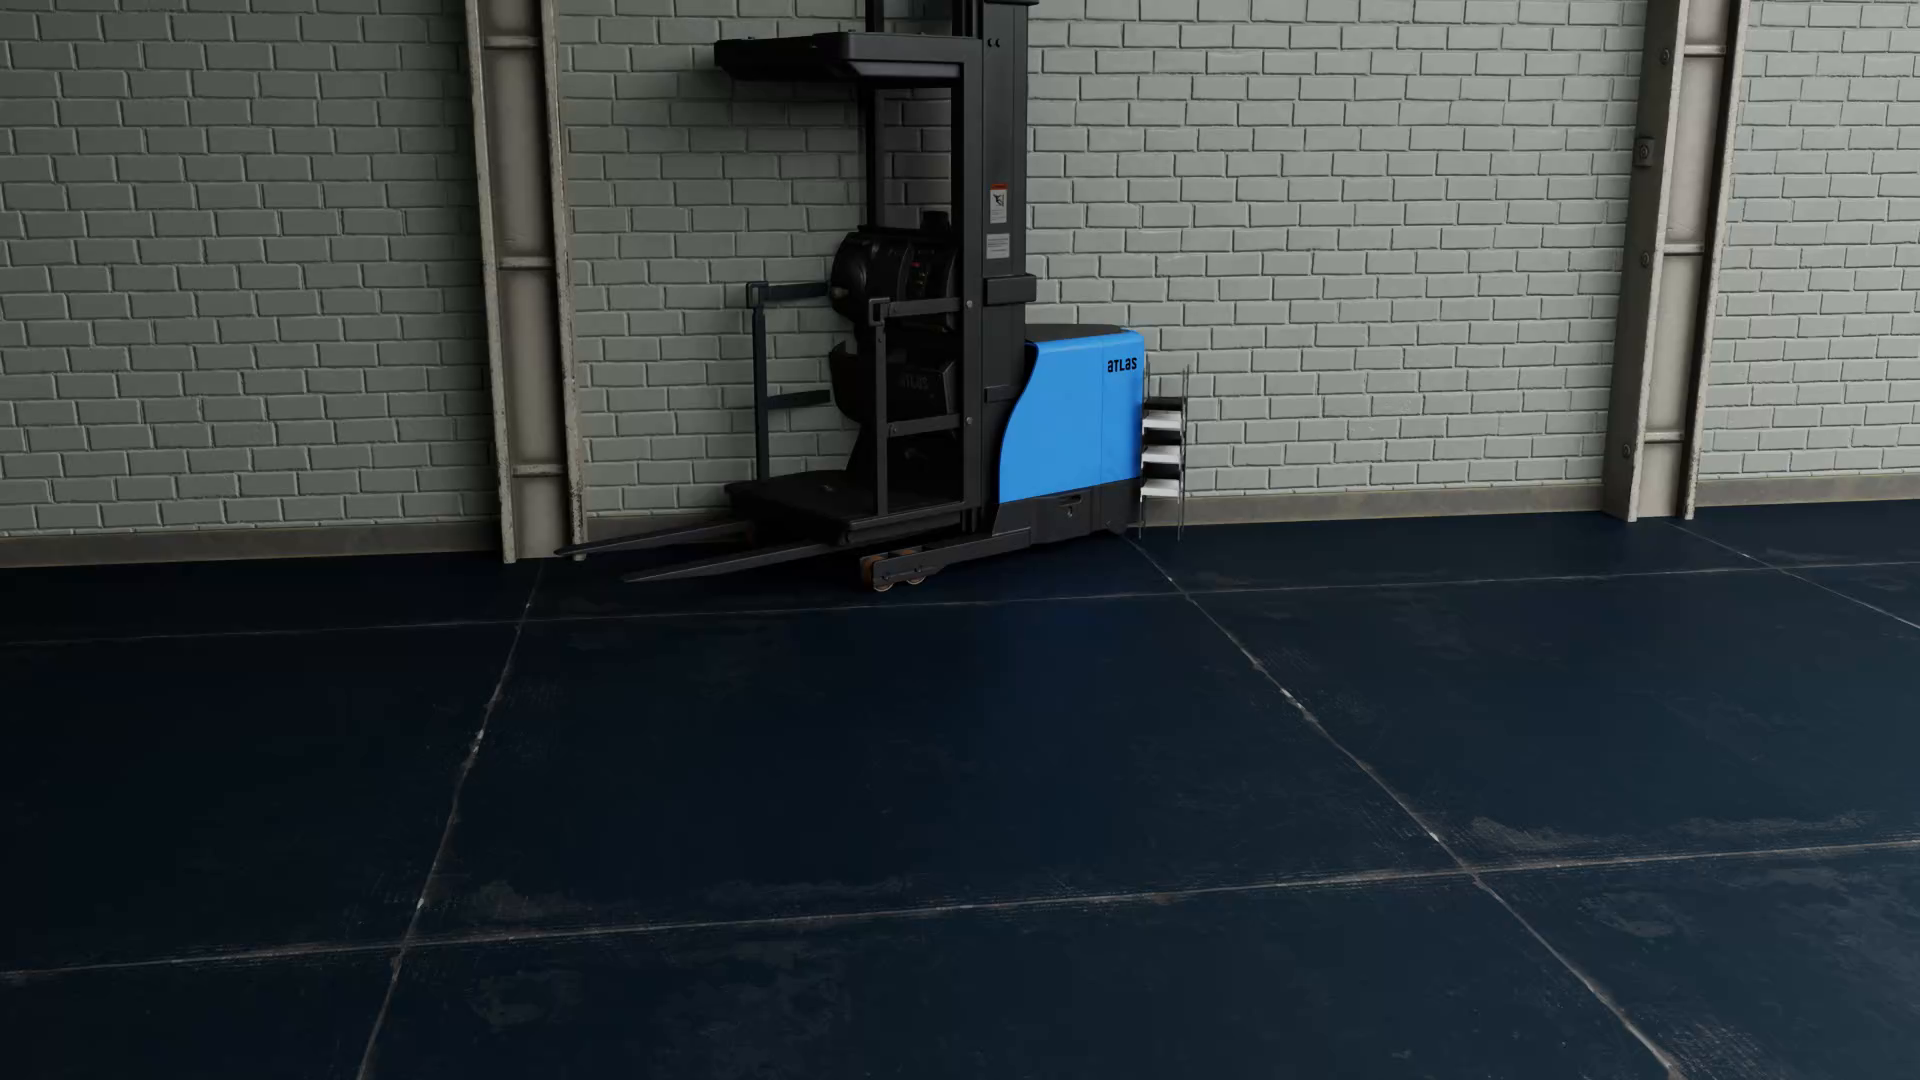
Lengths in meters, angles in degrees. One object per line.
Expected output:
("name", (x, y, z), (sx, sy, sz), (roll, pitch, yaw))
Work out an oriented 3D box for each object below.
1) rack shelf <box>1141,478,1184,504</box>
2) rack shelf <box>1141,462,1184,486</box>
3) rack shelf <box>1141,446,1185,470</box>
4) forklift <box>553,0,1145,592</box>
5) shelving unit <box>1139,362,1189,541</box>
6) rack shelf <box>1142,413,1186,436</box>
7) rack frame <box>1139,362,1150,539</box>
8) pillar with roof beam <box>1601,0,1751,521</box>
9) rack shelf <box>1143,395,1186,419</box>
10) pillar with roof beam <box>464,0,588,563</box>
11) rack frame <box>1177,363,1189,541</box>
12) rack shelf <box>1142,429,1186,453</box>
("rack shelf", (1.070, -0.259, 8.781), (0.200, 0.077, 0.258), (3, 14, 13))
("rack shelf", (1.070, -0.346, 8.759), (0.200, 0.077, 0.258), (3, 14, 13))
("rack shelf", (1.070, -0.433, 8.737), (0.200, 0.077, 0.258), (3, 14, 13))
("forklift", (-0.481, -1.324, 7.978), (3.031, 2.935, 1.130), (-11, 18, -38))
("shelving unit", (1.070, -0.466, 8.729), (0.210, 0.900, 0.258), (3, 14, 13))
("rack shelf", (1.070, -0.608, 8.693), (0.200, 0.077, 0.258), (3, 14, 13))
("rack frame", (0.971, -0.471, 8.752), (0.006, 0.900, 0.240), (3, 14, 13))
("pillar with roof beam", (4.477, -3.475, 4.079), (0.400, 9.000, 9.100), (-2, 14, -8))
("rack shelf", (1.070, -0.695, 8.671), (0.200, 0.077, 0.258), (3, 14, 13))
("pillar with roof beam", (-1.456, -3.258, 3.212), (0.400, 9.000, 9.100), (-2, 14, -8))
("rack frame", (1.169, -0.460, 8.706), (0.006, 0.900, 0.240), (3, 14, 13))
("rack shelf", (1.070, -0.521, 8.715), (0.200, 0.077, 0.258), (3, 14, 13))
